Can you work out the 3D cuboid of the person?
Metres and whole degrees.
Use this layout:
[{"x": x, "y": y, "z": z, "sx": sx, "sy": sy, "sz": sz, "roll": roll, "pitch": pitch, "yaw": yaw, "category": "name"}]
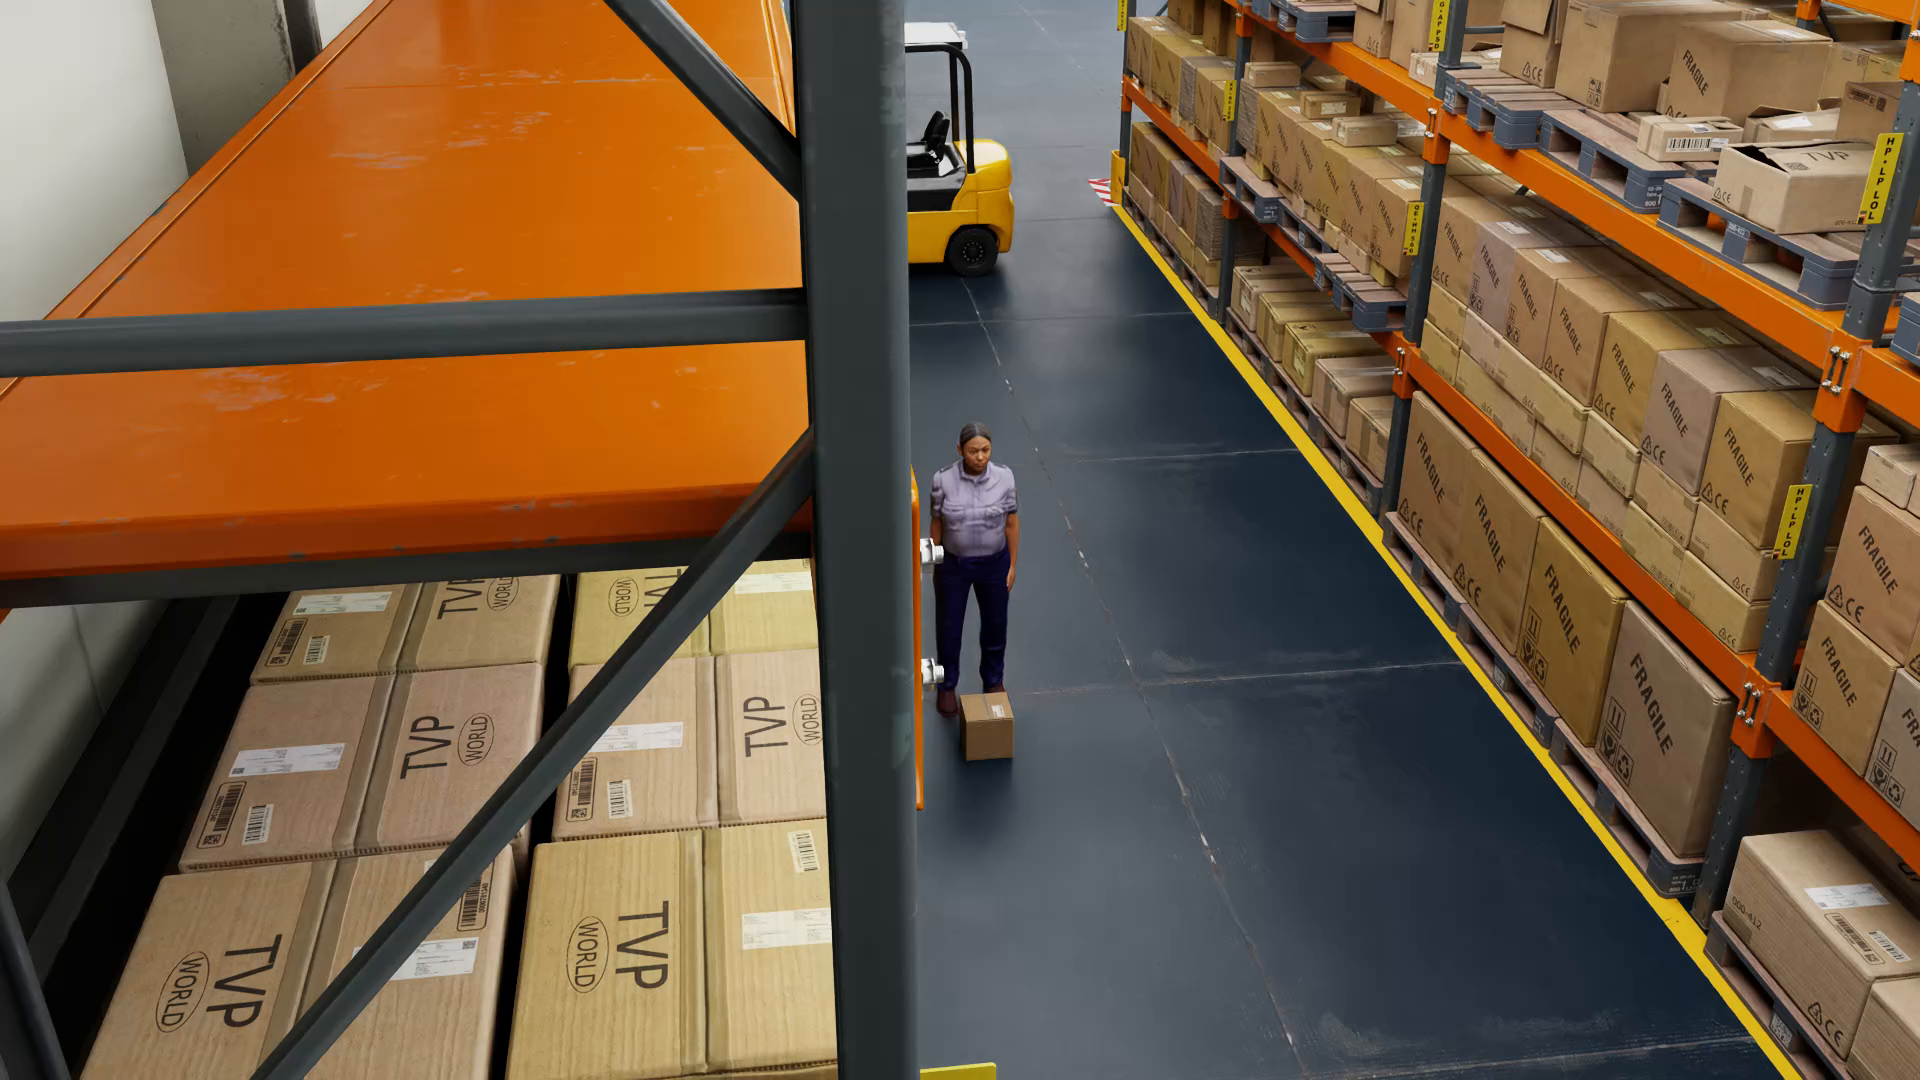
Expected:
[{"x": 0.095, "y": 0.213, "z": 8.852, "sx": 0.519, "sy": 1.517, "sz": 0.507, "roll": -3, "pitch": 27, "yaw": -6, "category": "person"}]
